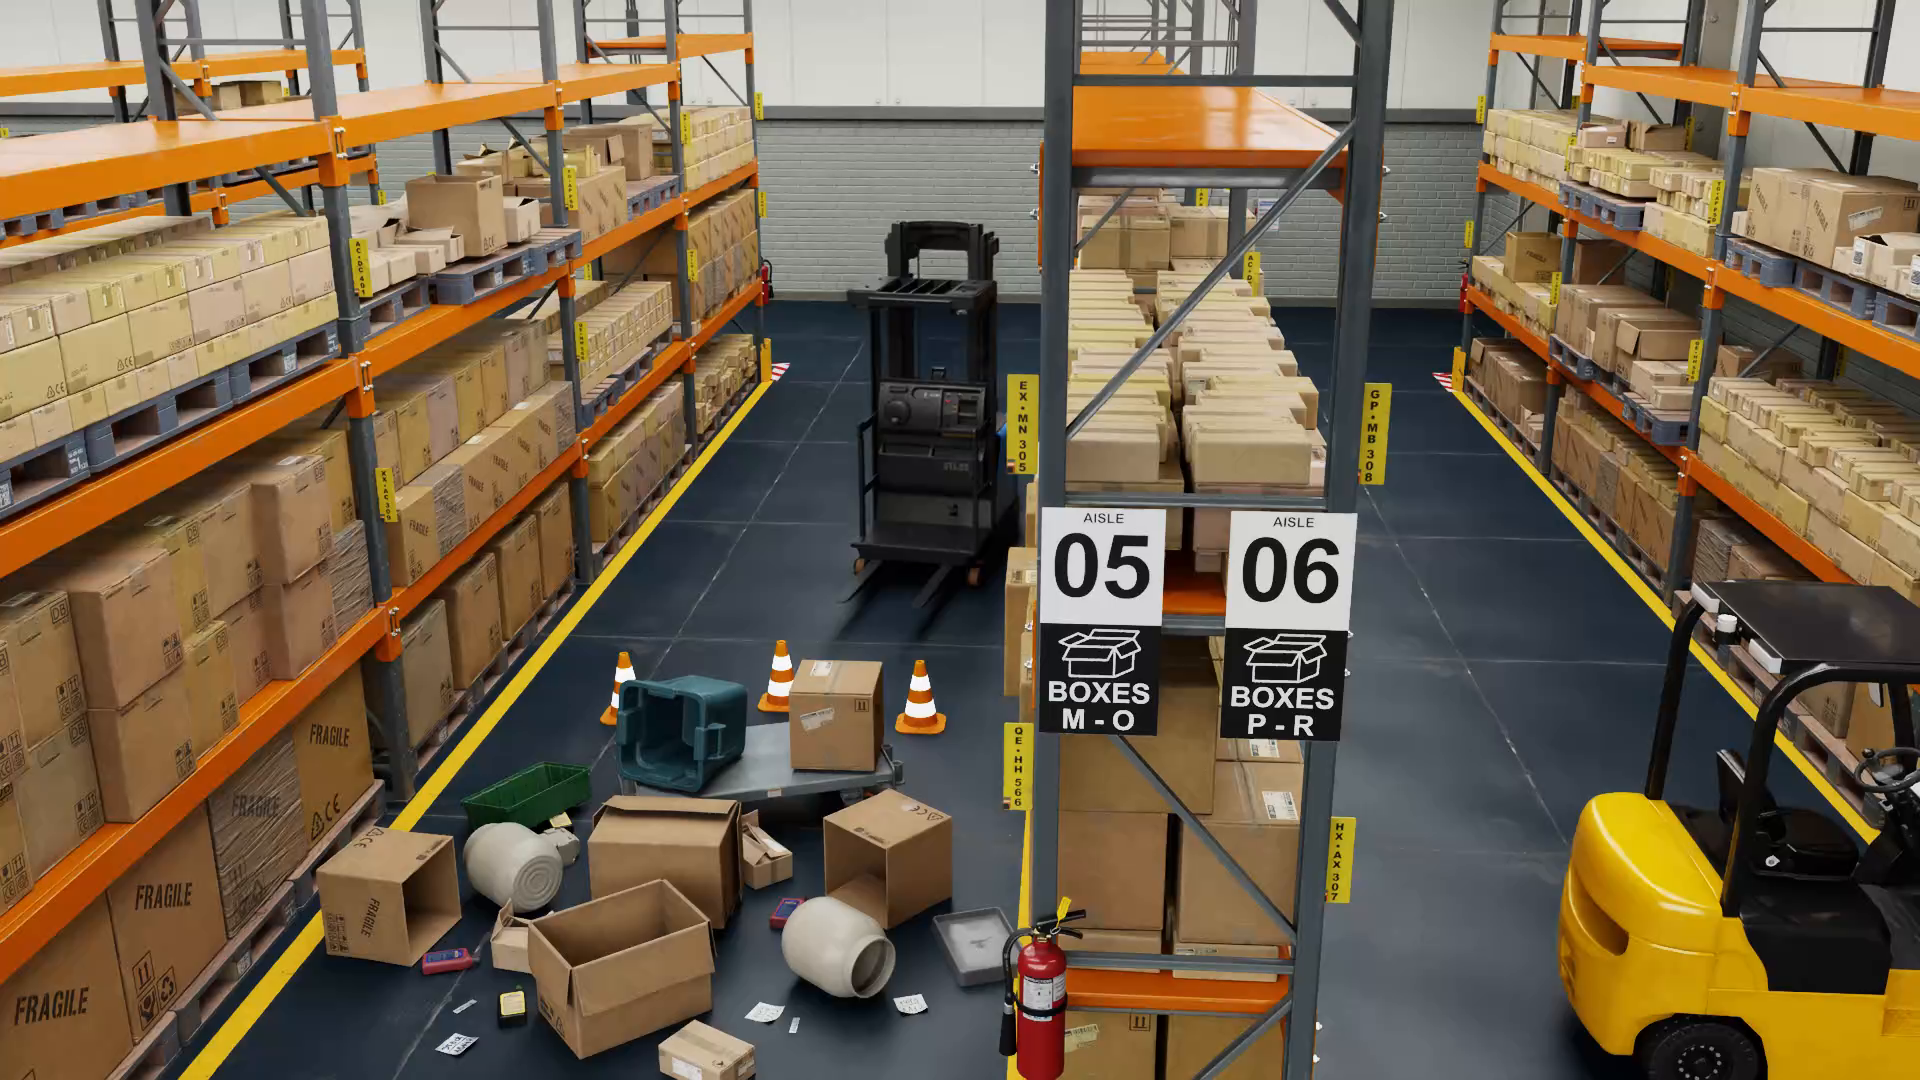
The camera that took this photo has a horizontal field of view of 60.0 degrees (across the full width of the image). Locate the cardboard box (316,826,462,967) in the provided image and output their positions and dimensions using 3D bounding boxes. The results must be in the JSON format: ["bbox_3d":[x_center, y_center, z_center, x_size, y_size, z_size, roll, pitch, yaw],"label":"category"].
[{"bbox_3d":[-2.993,1.866,8.747,0.500,0.500,0.500,4,19,13],"label":"cardboard box"}]

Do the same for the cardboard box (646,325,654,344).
[{"bbox_3d":[-3.219,-2.026,16.346,0.380,0.149,0.250,0,18,1],"label":"cardboard box"}]

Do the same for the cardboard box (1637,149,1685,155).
[{"bbox_3d":[6.663,-3.640,15.814,0.380,0.149,0.250,1,18,4],"label":"cardboard box"}]

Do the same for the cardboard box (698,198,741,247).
[{"bbox_3d":[-2.894,-3.749,19.631,0.500,0.500,0.500,2,18,7],"label":"cardboard box"}]

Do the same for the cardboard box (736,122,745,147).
[{"bbox_3d":[-2.860,-4.836,19.813,0.500,0.250,0.500,1,18,2],"label":"cardboard box"}]

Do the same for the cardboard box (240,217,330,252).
[{"bbox_3d":[-3.614,-1.637,8.898,0.380,0.149,0.250,1,18,3],"label":"cardboard box"}]

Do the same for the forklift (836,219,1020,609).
[{"bbox_3d":[-0.288,-1.130,13.993,1.130,2.935,3.031,4,19,13],"label":"forklift"}]

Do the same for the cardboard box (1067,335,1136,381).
[{"bbox_3d":[0.559,-0.777,7.111,0.380,0.149,0.250,2,18,5],"label":"cardboard box"}]

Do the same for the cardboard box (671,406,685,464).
[{"bbox_3d":[-3.134,-1.086,17.087,0.500,0.500,0.500,1,18,3],"label":"cardboard box"}]

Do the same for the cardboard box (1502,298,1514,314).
[{"bbox_3d":[6.413,-2.667,18.975,0.380,0.149,0.250,2,18,5],"label":"cardboard box"}]

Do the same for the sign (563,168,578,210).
[{"bbox_3d":[-3.066,-2.761,13.085,0.100,0.325,0.005,1,18,4],"label":"sign"}]

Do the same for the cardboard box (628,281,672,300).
[{"bbox_3d":[-3.166,-2.544,16.969,0.380,0.149,0.250,2,18,6],"label":"cardboard box"}]

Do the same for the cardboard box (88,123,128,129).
[{"bbox_3d":[-8.303,-3.944,16.817,0.700,0.500,0.500,2,18,5],"label":"cardboard box"}]

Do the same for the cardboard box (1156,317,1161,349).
[{"bbox_3d":[1.241,-0.942,8.252,0.500,0.250,0.500,1,18,3],"label":"cardboard box"}]

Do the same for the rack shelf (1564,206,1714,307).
[{"bbox_3d":[6.421,-2.583,14.655,1.077,0.370,4.000,1,18,4],"label":"rack shelf"}]

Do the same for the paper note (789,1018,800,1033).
[{"bbox_3d":[-0.801,2.351,8.058,0.032,0.001,0.123,1,18,4],"label":"paper note"}]

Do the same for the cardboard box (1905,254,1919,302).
[{"bbox_3d":[5.799,-1.497,9.492,0.500,0.311,0.500,1,18,2],"label":"cardboard box"}]

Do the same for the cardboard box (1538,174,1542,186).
[{"bbox_3d":[6.414,-3.863,17.809,0.380,0.149,0.250,2,18,6],"label":"cardboard box"}]

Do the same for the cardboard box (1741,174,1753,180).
[{"bbox_3d":[6.614,-2.911,13.622,0.380,0.149,0.250,2,18,6],"label":"cardboard box"}]

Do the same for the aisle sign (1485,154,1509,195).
[{"bbox_3d":[6.563,-4.627,20.377,0.394,0.787,0.004,1,18,4],"label":"aisle sign"}]

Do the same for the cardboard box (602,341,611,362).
[{"bbox_3d":[-3.333,-1.680,14.812,0.380,0.149,0.250,1,18,4],"label":"cardboard box"}]

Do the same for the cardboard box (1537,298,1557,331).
[{"bbox_3d":[6.357,-2.355,17.382,0.500,0.250,0.500,2,18,5],"label":"cardboard box"}]

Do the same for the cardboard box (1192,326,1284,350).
[{"bbox_3d":[1.218,-0.844,7.314,0.380,0.149,0.250,2,18,5],"label":"cardboard box"}]

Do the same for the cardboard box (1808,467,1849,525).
[{"bbox_3d":[5.843,-0.280,10.724,0.500,0.250,0.500,2,18,5],"label":"cardboard box"}]

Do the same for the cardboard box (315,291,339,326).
[{"bbox_3d":[-3.613,-1.258,9.023,0.380,0.149,0.250,1,18,4],"label":"cardboard box"}]

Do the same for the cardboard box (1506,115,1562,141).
[{"bbox_3d":[6.491,-4.650,18.768,0.500,0.250,0.500,1,18,3],"label":"cardboard box"}]

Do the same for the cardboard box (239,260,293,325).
[{"bbox_3d":[-3.721,-1.252,8.365,0.500,0.250,0.500,1,18,4],"label":"cardboard box"}]

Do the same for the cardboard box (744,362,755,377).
[{"bbox_3d":[-2.792,-2.147,20.888,0.380,0.149,0.250,2,18,6],"label":"cardboard box"}]

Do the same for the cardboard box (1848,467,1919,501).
[{"bbox_3d":[5.751,-0.343,10.278,0.380,0.149,0.250,1,18,2],"label":"cardboard box"}]

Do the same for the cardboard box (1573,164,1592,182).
[{"bbox_3d":[6.093,-3.511,15.898,0.380,0.149,0.250,1,18,5],"label":"cardboard box"}]

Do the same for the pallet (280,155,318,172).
[{"bbox_3d":[-8.113,-4.467,19.390,1.003,0.211,1.213,1,18,4],"label":"pallet"}]

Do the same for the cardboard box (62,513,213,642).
[{"bbox_3d":[-4.095,0.207,7.826,0.875,0.550,0.500,1,18,4],"label":"cardboard box"}]

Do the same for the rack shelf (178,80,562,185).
[{"bbox_3d":[-3.762,-2.765,11.035,1.077,0.370,4.000,1,18,4],"label":"rack shelf"}]

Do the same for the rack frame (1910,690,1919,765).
[{"bbox_3d":[5.990,0.364,9.323,1.000,3.000,0.127,1,18,4],"label":"rack frame"}]

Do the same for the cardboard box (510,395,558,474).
[{"bbox_3d":[-3.420,-0.814,12.757,0.500,0.500,0.500,1,18,4],"label":"cardboard box"}]

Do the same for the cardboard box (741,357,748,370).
[{"bbox_3d":[-2.834,-2.207,20.593,0.380,0.149,0.250,1,18,2],"label":"cardboard box"}]

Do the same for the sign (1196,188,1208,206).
[{"bbox_3d":[1.867,-2.647,12.863,0.100,0.325,0.005,1,18,4],"label":"sign"}]

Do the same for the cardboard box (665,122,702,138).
[{"bbox_3d":[-2.991,-4.419,17.898,0.380,0.149,0.250,1,18,2],"label":"cardboard box"}]

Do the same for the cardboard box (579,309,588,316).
[{"bbox_3d":[-3.872,-2.178,16.330,0.380,0.149,0.250,1,18,2],"label":"cardboard box"}]

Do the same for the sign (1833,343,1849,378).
[{"bbox_3d":[6.831,-1.418,12.900,0.100,0.325,0.005,1,18,4],"label":"sign"}]

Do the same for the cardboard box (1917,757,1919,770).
[{"bbox_3d":[5.648,1.376,9.171,0.500,0.250,0.500,1,18,4],"label":"cardboard box"}]

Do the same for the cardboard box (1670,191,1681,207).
[{"bbox_3d":[6.187,-2.853,13.924,0.380,0.149,0.250,1,18,4],"label":"cardboard box"}]

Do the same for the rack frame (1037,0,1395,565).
[{"bbox_3d":[0.752,-1.355,4.932,1.000,3.000,0.127,1,18,4],"label":"rack frame"}]

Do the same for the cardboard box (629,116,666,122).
[{"bbox_3d":[-3.517,-4.676,18.683,0.380,0.149,0.250,1,18,3],"label":"cardboard box"}]

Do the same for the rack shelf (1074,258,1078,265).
[{"bbox_3d":[1.183,-1.451,11.198,1.077,0.370,4.000,1,18,4],"label":"rack shelf"}]

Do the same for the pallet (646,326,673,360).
[{"bbox_3d":[-3.532,-1.985,16.797,1.003,0.211,1.213,1,18,4],"label":"pallet"}]

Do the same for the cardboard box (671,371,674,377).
[{"bbox_3d":[-3.546,-1.960,19.364,0.380,0.149,0.250,1,18,2],"label":"cardboard box"}]

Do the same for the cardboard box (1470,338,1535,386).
[{"bbox_3d":[6.712,-2.189,20.447,0.797,0.503,0.637,1,18,2],"label":"cardboard box"}]

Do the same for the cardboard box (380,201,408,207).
[{"bbox_3d":[-3.926,-2.293,12.020,0.500,0.250,0.500,2,18,5],"label":"cardboard box"}]

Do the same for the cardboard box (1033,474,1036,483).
[{"bbox_3d":[0.733,-0.120,8.555,0.700,0.500,0.500,1,18,4],"label":"cardboard box"}]

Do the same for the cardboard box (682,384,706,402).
[{"bbox_3d":[-3.022,-1.624,18.337,0.380,0.149,0.250,2,18,7],"label":"cardboard box"}]

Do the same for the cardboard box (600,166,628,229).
[{"bbox_3d":[-3.253,-3.023,14.680,0.500,0.500,0.500,1,18,4],"label":"cardboard box"}]

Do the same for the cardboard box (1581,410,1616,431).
[{"bbox_3d":[6.323,-1.168,16.295,0.380,0.149,0.250,0,18,1],"label":"cardboard box"}]

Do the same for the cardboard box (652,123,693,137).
[{"bbox_3d":[-3.055,-4.339,17.655,0.380,0.149,0.250,1,18,3],"label":"cardboard box"}]

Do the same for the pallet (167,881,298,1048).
[{"bbox_3d":[-4.123,2.114,8.459,1.003,0.211,1.213,1,18,4],"label":"pallet"}]

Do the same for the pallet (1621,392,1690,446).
[{"bbox_3d":[6.256,-1.000,13.792,1.213,0.211,1.003,1,18,4],"label":"pallet"}]
